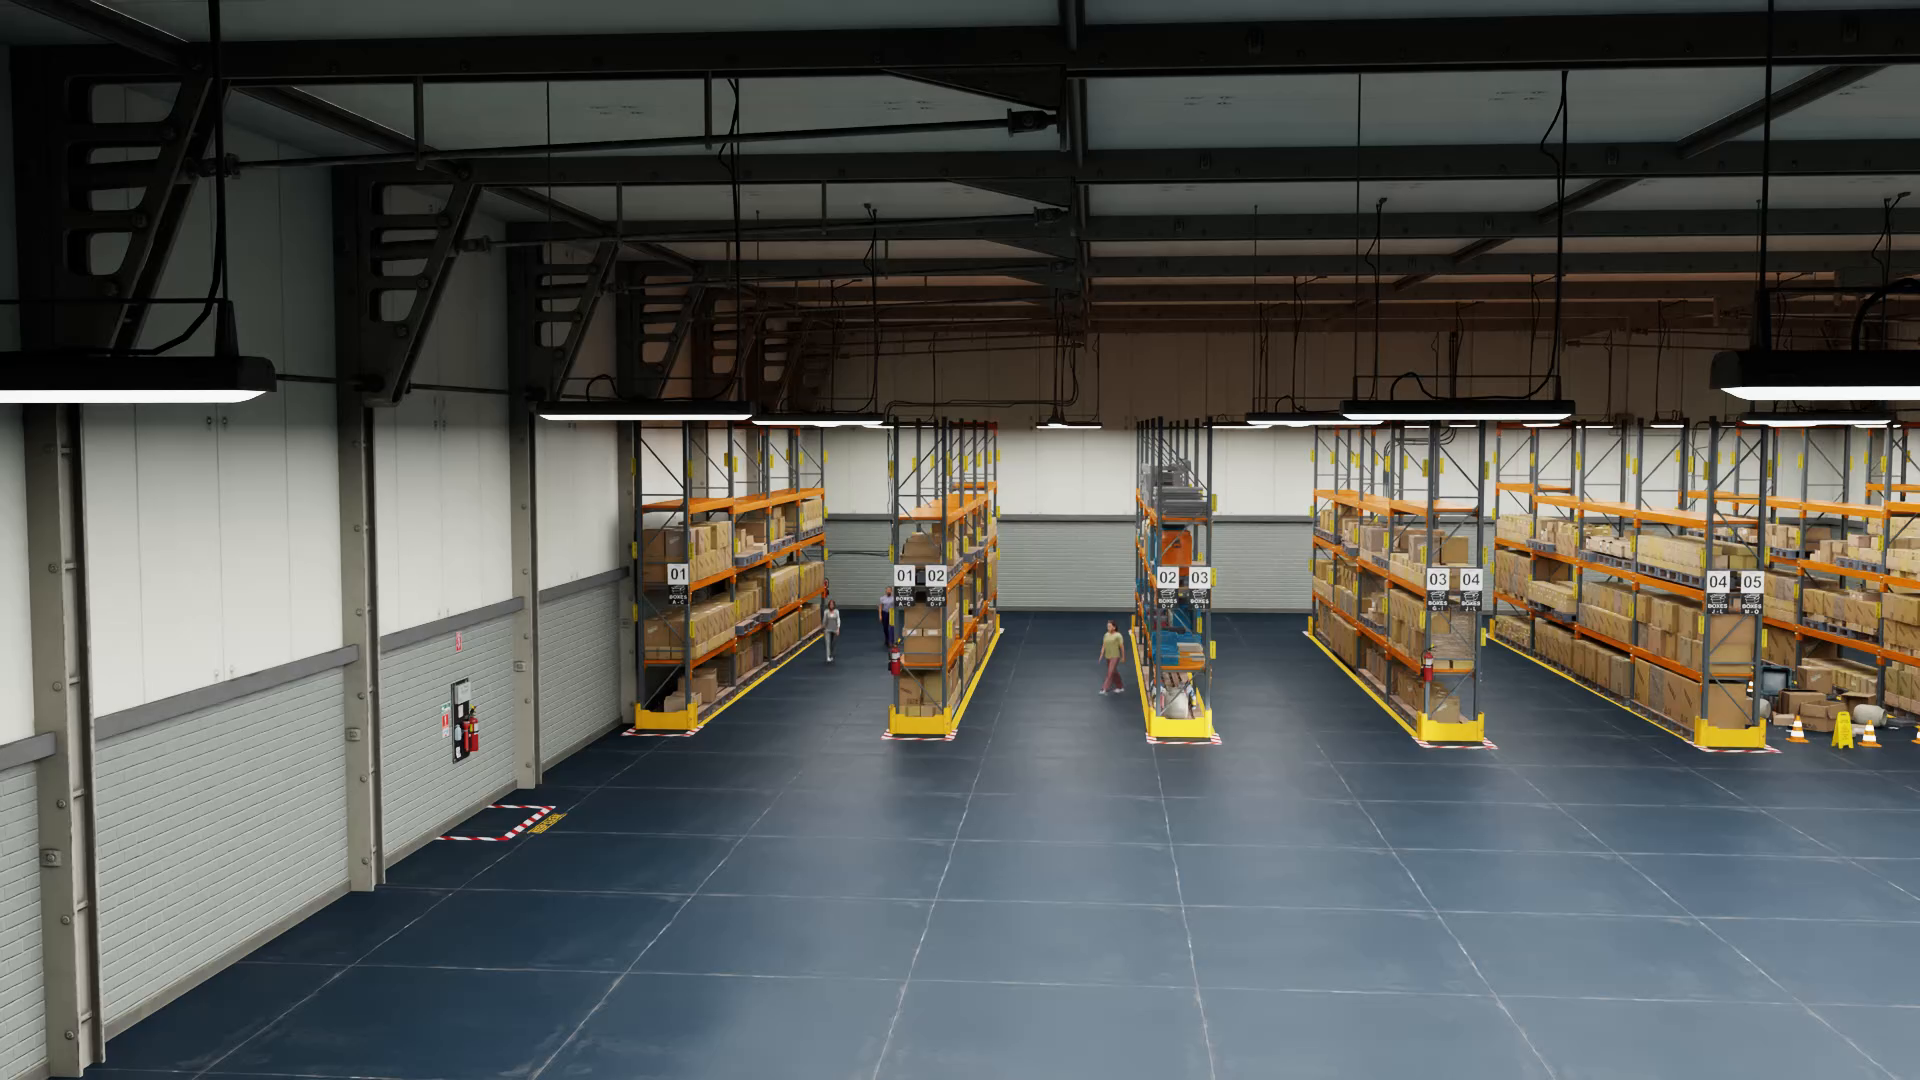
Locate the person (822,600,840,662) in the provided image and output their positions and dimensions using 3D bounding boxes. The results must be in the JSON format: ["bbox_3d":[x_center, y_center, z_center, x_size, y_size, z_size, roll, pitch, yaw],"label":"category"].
[{"bbox_3d":[-3.171,2.248,41.065,0.442,1.541,0.986,-1,4,-17],"label":"person"}]

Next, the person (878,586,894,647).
[{"bbox_3d":[-1.917,2.026,44.315,0.503,1.581,1.053,0,4,3],"label":"person"}]

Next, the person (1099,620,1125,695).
[{"bbox_3d":[3.243,2.542,36.013,1.044,1.615,0.472,-3,5,-42],"label":"person"}]
